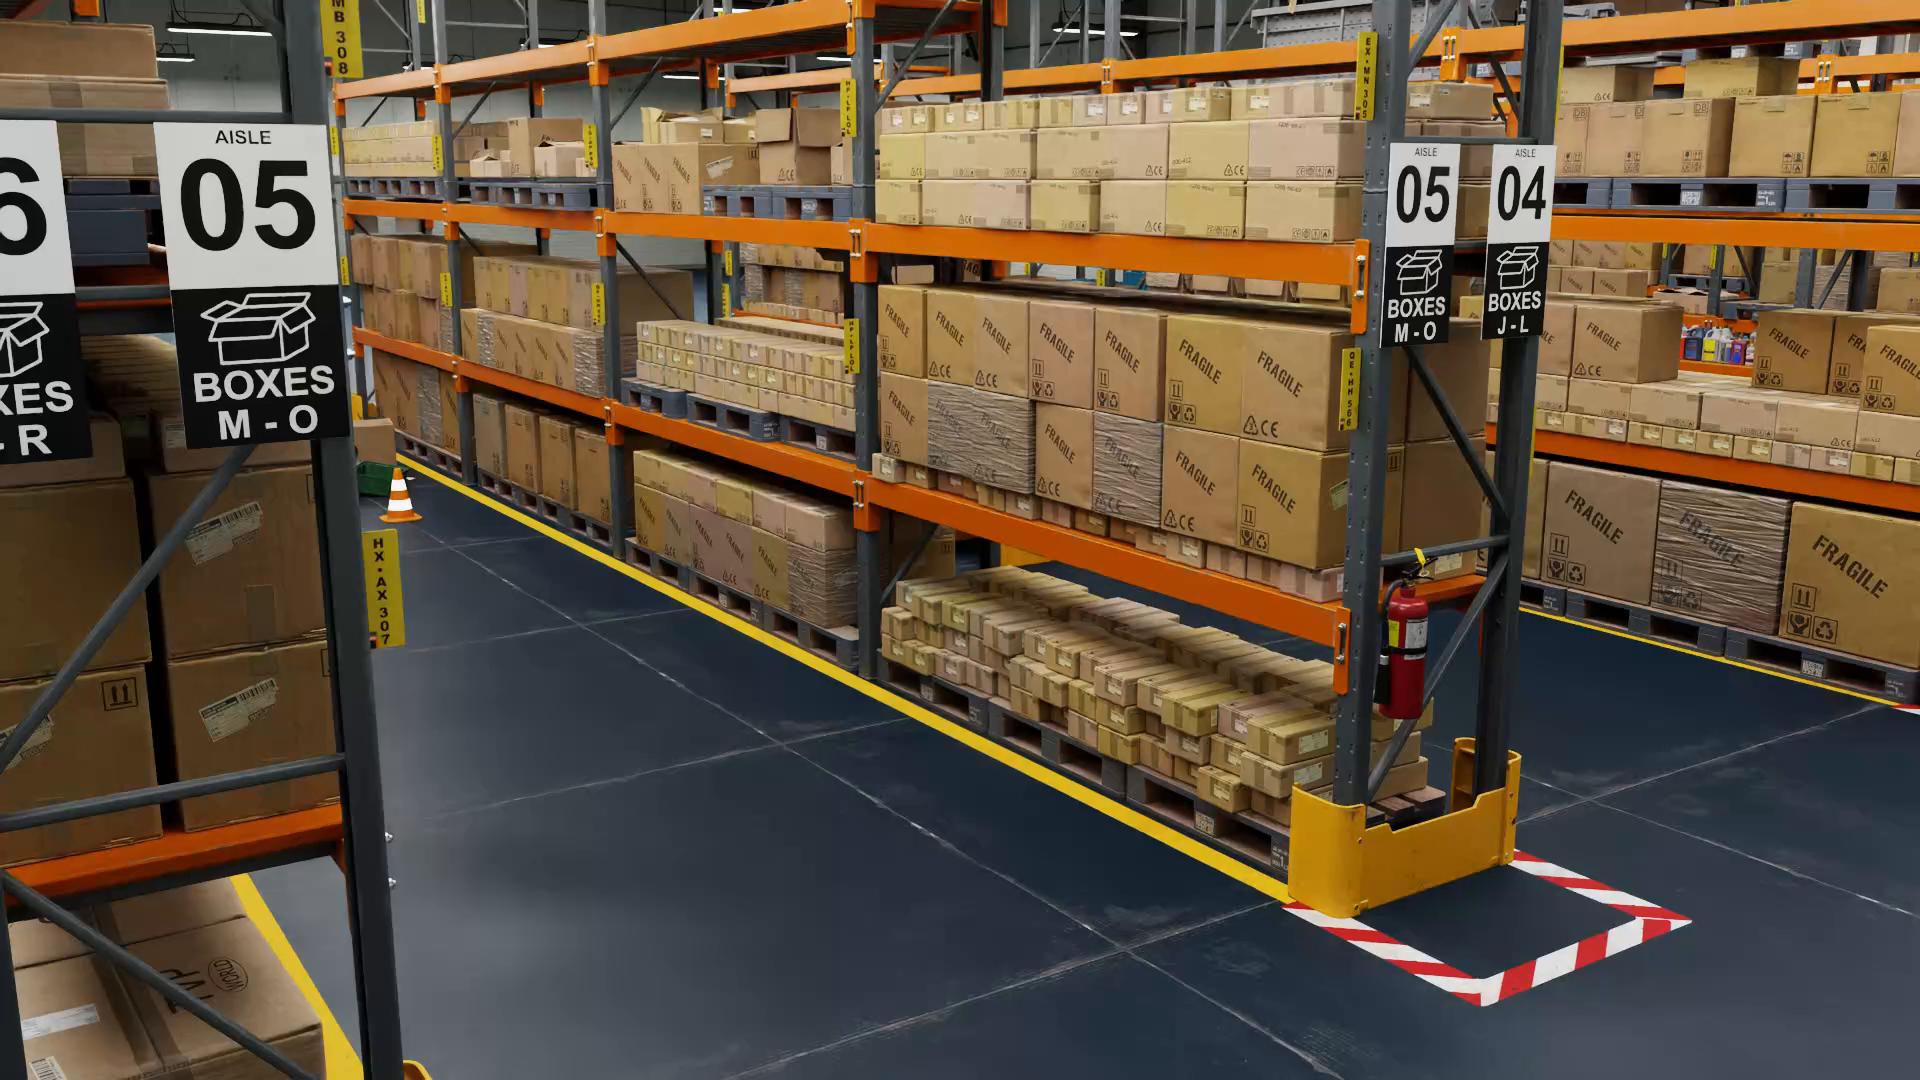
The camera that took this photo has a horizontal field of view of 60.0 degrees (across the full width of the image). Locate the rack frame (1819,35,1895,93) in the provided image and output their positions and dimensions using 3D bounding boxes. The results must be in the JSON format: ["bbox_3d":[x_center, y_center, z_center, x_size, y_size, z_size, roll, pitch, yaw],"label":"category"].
[{"bbox_3d":[8.123,-4.741,14.977,1.000,3.000,0.127,-8,15,-33],"label":"rack frame"}]

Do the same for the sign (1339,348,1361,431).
[{"bbox_3d":[1.558,-0.601,6.640,0.100,0.325,0.005,-8,15,-33],"label":"sign"}]

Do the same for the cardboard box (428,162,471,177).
[{"bbox_3d":[-5.085,-3.701,16.615,0.380,0.149,0.250,-8,15,-33],"label":"cardboard box"}]

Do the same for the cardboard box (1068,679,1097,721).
[{"bbox_3d":[0.788,0.808,8.639,0.380,0.149,0.250,-7,14,-30],"label":"cardboard box"}]

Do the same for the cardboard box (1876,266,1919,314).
[{"bbox_3d":[11.219,-2.957,19.644,0.500,0.500,0.700,11,16,41],"label":"cardboard box"}]

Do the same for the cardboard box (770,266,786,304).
[{"bbox_3d":[-1.990,-3.377,21.850,0.875,0.500,0.500,-8,15,-33],"label":"cardboard box"}]

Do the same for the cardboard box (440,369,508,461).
[{"bbox_3d":[-4.908,-1.365,17.573,0.875,0.875,0.875,-8,15,-32],"label":"cardboard box"}]

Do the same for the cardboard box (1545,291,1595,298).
[{"bbox_3d":[4.477,-1.612,12.613,0.500,0.500,0.500,-8,14,-31],"label":"cardboard box"}]

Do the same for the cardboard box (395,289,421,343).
[{"bbox_3d":[-5.734,-2.503,18.433,0.875,0.550,0.500,-8,15,-33],"label":"cardboard box"}]

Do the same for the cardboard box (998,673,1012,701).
[{"bbox_3d":[0.438,0.804,9.355,0.380,0.149,0.250,-9,15,-35],"label":"cardboard box"}]

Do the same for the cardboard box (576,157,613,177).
[{"bbox_3d":[-2.916,-3.052,13.605,0.380,0.166,0.250,-8,15,-33],"label":"cardboard box"}]

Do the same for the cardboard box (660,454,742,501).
[{"bbox_3d":[-1.940,-0.475,12.626,0.500,0.250,0.500,-8,15,-33],"label":"cardboard box"}]

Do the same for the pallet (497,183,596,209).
[{"bbox_3d":[-3.424,-3.046,14.691,1.003,0.211,1.213,-7,14,-30],"label":"pallet"}]

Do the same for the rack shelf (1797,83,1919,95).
[{"bbox_3d":[11.141,-5.135,19.402,1.077,0.370,4.000,-8,15,-33],"label":"rack shelf"}]

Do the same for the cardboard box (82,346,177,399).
[{"bbox_3d":[-3.010,-0.611,6.043,0.380,0.149,0.250,-8,15,-33],"label":"cardboard box"}]

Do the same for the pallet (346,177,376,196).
[{"bbox_3d":[-6.414,-4.080,19.186,1.003,0.211,1.213,-8,15,-33],"label":"pallet"}]

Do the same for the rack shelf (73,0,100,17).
[{"bbox_3d":[-3.142,-2.079,5.426,1.077,0.370,4.000,-8,15,-33],"label":"rack shelf"}]

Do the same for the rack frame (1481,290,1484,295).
[{"bbox_3d":[4.000,-1.224,12.938,1.000,3.000,0.127,-8,15,-33],"label":"rack frame"}]

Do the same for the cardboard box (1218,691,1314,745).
[{"bbox_3d":[1.436,0.838,7.807,0.380,0.149,0.250,-8,15,-32],"label":"cardboard box"}]

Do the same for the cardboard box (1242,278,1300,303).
[{"bbox_3d":[2.911,-2.108,14.396,0.797,0.503,0.637,-8,14,-31],"label":"cardboard box"}]

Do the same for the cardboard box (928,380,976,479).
[{"bbox_3d":[0.160,-0.644,9.355,0.500,0.500,0.500,-8,15,-33],"label":"cardboard box"}]

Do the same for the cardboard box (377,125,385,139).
[{"bbox_3d":[-6.068,-4.407,17.974,0.380,0.149,0.250,-8,15,-32],"label":"cardboard box"}]

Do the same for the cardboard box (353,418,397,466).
[{"bbox_3d":[-6.332,-1.012,17.815,0.500,0.500,0.500,-5,13,-23],"label":"cardboard box"}]

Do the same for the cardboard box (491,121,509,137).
[{"bbox_3d":[-4.536,-4.169,16.887,0.380,0.149,0.250,-8,15,-32],"label":"cardboard box"}]

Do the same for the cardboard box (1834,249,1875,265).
[{"bbox_3d":[13.554,-4.137,24.993,0.700,0.500,0.500,-10,16,-38],"label":"cardboard box"}]

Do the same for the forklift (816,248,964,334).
[{"bbox_3d":[-0.654,-1.729,15.410,1.130,2.935,3.031,-6,14,-27],"label":"forklift"}]

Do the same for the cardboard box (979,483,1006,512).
[{"bbox_3d":[0.327,-0.263,9.131,0.380,0.149,0.250,-8,15,-32],"label":"cardboard box"}]

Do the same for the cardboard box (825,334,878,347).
[{"bbox_3d":[-0.738,-1.382,11.874,0.380,0.149,0.250,-7,14,-31],"label":"cardboard box"}]

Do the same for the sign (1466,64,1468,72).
[{"bbox_3d":[5.453,-5.228,17.961,0.100,0.325,0.005,-8,15,-33],"label":"sign"}]

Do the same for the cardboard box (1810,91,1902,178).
[{"bbox_3d":[5.672,-2.481,10.215,0.700,0.500,0.500,-9,15,-35],"label":"cardboard box"}]

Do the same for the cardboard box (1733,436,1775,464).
[{"bbox_3d":[5.178,-0.596,10.652,0.380,0.149,0.250,-8,15,-34],"label":"cardboard box"}]

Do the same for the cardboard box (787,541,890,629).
[{"bbox_3d":[-0.805,0.259,11.023,0.500,0.500,0.500,-8,15,-34],"label":"cardboard box"}]

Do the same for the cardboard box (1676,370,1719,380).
[{"bbox_3d":[5.035,-1.066,11.870,0.500,0.250,0.500,-8,15,-32],"label":"cardboard box"}]

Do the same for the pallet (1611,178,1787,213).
[{"bbox_3d":[5.117,-2.283,10.964,1.003,0.211,1.213,-8,15,-33],"label":"pallet"}]

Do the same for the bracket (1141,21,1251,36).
[{"bbox_3d":[5.543,-11.344,36.747,0.076,0.066,4.783,-8,15,-33],"label":"bracket"}]

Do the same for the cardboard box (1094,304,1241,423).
[{"bbox_3d":[0.994,-0.860,8.000,0.500,0.500,0.500,-7,14,-30],"label":"cardboard box"}]

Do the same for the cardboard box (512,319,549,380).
[{"bbox_3d":[-3.714,-1.732,15.026,0.500,0.500,0.500,-8,15,-32],"label":"cardboard box"}]

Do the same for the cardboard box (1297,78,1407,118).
[{"bbox_3d":[1.602,-1.799,6.793,0.380,0.149,0.250,-8,15,-33],"label":"cardboard box"}]

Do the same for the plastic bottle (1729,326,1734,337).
[{"bbox_3d":[7.783,-2.027,16.882,0.061,0.283,0.133,-8,15,-33],"label":"plastic bottle"}]

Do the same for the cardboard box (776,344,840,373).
[{"bbox_3d":[-1.007,-1.217,11.117,0.380,0.149,0.250,-8,15,-33],"label":"cardboard box"}]

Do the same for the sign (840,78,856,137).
[{"bbox_3d":[-0.645,-2.499,9.614,0.100,0.325,0.005,-8,15,-33],"label":"sign"}]

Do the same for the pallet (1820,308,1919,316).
[{"bbox_3d":[11.114,-2.668,19.991,1.003,0.211,1.213,-8,15,-33],"label":"pallet"}]

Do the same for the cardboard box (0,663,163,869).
[{"bbox_3d":[-2.521,0.557,4.559,0.500,0.500,0.500,-8,15,-32],"label":"cardboard box"}]

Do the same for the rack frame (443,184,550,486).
[{"bbox_3d":[-4.617,-2.078,16.841,1.000,3.000,0.127,-8,15,-33],"label":"rack frame"}]

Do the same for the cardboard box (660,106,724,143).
[{"bbox_3d":[-1.947,-3.017,12.092,0.396,0.266,0.258,-8,15,-33],"label":"cardboard box"}]

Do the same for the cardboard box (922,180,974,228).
[{"bbox_3d":[0.137,-1.845,9.109,0.500,0.250,0.500,-8,15,-34],"label":"cardboard box"}]

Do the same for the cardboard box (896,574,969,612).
[{"bbox_3d":[-0.167,0.328,10.139,0.380,0.149,0.250,-7,14,-30],"label":"cardboard box"}]

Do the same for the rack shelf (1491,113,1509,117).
[{"bbox_3d":[6.708,-6.558,25.908,1.077,0.370,4.000,-8,15,-33],"label":"rack shelf"}]

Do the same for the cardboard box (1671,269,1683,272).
[{"bbox_3d":[11.857,-4.451,27.999,0.500,0.250,0.500,-8,15,-32],"label":"cardboard box"}]

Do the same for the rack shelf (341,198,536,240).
[{"bbox_3d":[-5.726,-3.547,18.224,1.077,0.370,4.000,-8,15,-33],"label":"rack shelf"}]

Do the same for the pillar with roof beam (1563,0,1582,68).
[{"bbox_3d":[7.246,-7.516,27.668,9.100,9.000,0.548,-8,15,-33],"label":"pillar with roof beam"}]

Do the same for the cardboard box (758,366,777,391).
[{"bbox_3d":[-1.150,-1.116,11.351,0.380,0.149,0.250,-9,15,-36],"label":"cardboard box"}]

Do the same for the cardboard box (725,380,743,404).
[{"bbox_3d":[-1.442,-1.063,11.807,0.380,0.149,0.250,-9,15,-35],"label":"cardboard box"}]

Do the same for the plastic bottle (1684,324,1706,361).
[{"bbox_3d":[7.239,-1.944,16.344,0.144,0.351,0.185,-8,15,-33],"label":"plastic bottle"}]

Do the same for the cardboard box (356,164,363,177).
[{"bbox_3d":[-6.630,-4.197,18.882,0.380,0.149,0.250,-8,15,-33],"label":"cardboard box"}]

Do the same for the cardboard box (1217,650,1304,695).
[{"bbox_3d":[1.532,0.691,8.478,0.380,0.149,0.250,-9,15,-36],"label":"cardboard box"}]

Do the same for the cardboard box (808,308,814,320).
[{"bbox_3d":[-1.690,-2.850,20.959,0.380,0.149,0.250,-8,15,-33],"label":"cardboard box"}]

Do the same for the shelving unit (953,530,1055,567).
[{"bbox_3d":[0.291,-0.633,13.744,0.587,1.500,1.083,-8,14,-31],"label":"shelving unit"}]
